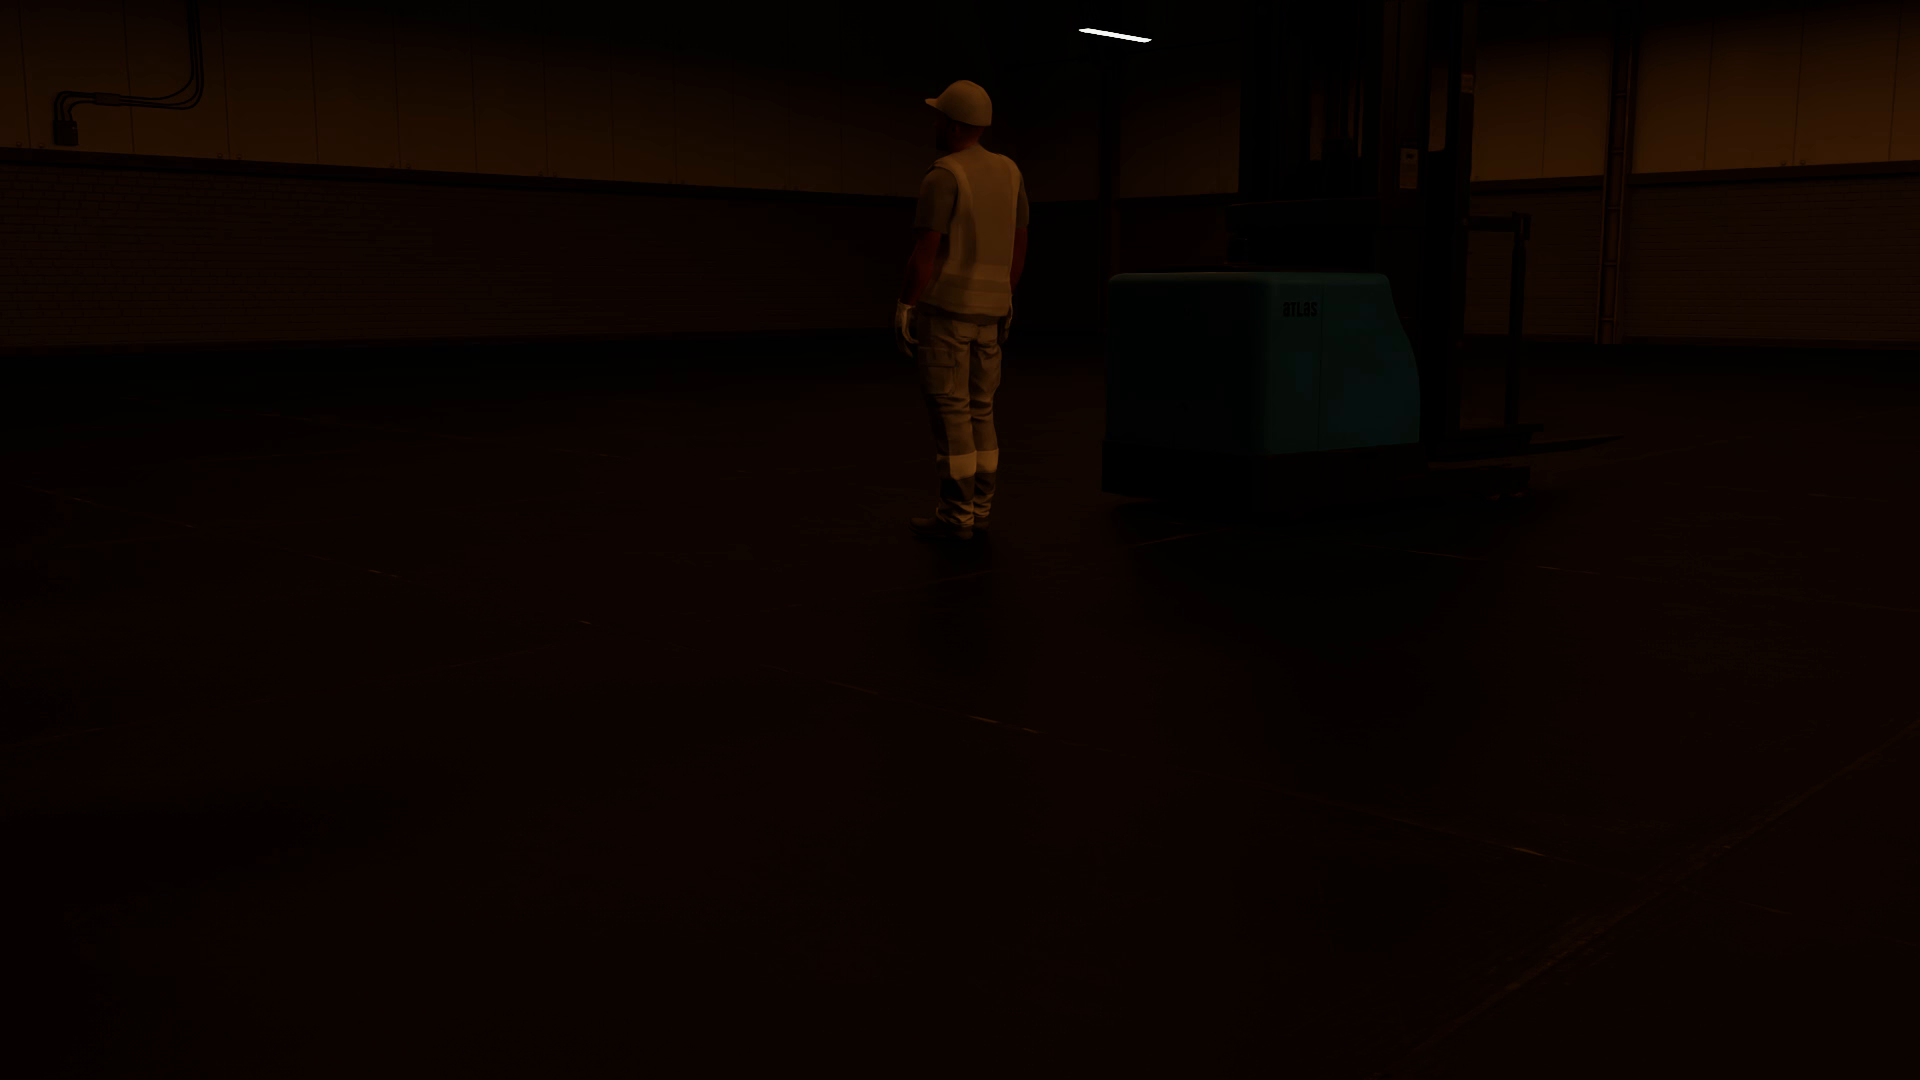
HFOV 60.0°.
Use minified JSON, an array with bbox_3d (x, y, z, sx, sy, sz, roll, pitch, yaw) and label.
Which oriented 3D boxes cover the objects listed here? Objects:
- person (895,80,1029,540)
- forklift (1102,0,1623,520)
[{"bbox_3d":[-0.051,-0.901,6.646,0.562,1.789,0.638,8,12,43],"label":"person"},{"bbox_3d":[2.143,-1.686,8.071,3.031,2.935,1.130,-6,11,-37],"label":"forklift"}]
